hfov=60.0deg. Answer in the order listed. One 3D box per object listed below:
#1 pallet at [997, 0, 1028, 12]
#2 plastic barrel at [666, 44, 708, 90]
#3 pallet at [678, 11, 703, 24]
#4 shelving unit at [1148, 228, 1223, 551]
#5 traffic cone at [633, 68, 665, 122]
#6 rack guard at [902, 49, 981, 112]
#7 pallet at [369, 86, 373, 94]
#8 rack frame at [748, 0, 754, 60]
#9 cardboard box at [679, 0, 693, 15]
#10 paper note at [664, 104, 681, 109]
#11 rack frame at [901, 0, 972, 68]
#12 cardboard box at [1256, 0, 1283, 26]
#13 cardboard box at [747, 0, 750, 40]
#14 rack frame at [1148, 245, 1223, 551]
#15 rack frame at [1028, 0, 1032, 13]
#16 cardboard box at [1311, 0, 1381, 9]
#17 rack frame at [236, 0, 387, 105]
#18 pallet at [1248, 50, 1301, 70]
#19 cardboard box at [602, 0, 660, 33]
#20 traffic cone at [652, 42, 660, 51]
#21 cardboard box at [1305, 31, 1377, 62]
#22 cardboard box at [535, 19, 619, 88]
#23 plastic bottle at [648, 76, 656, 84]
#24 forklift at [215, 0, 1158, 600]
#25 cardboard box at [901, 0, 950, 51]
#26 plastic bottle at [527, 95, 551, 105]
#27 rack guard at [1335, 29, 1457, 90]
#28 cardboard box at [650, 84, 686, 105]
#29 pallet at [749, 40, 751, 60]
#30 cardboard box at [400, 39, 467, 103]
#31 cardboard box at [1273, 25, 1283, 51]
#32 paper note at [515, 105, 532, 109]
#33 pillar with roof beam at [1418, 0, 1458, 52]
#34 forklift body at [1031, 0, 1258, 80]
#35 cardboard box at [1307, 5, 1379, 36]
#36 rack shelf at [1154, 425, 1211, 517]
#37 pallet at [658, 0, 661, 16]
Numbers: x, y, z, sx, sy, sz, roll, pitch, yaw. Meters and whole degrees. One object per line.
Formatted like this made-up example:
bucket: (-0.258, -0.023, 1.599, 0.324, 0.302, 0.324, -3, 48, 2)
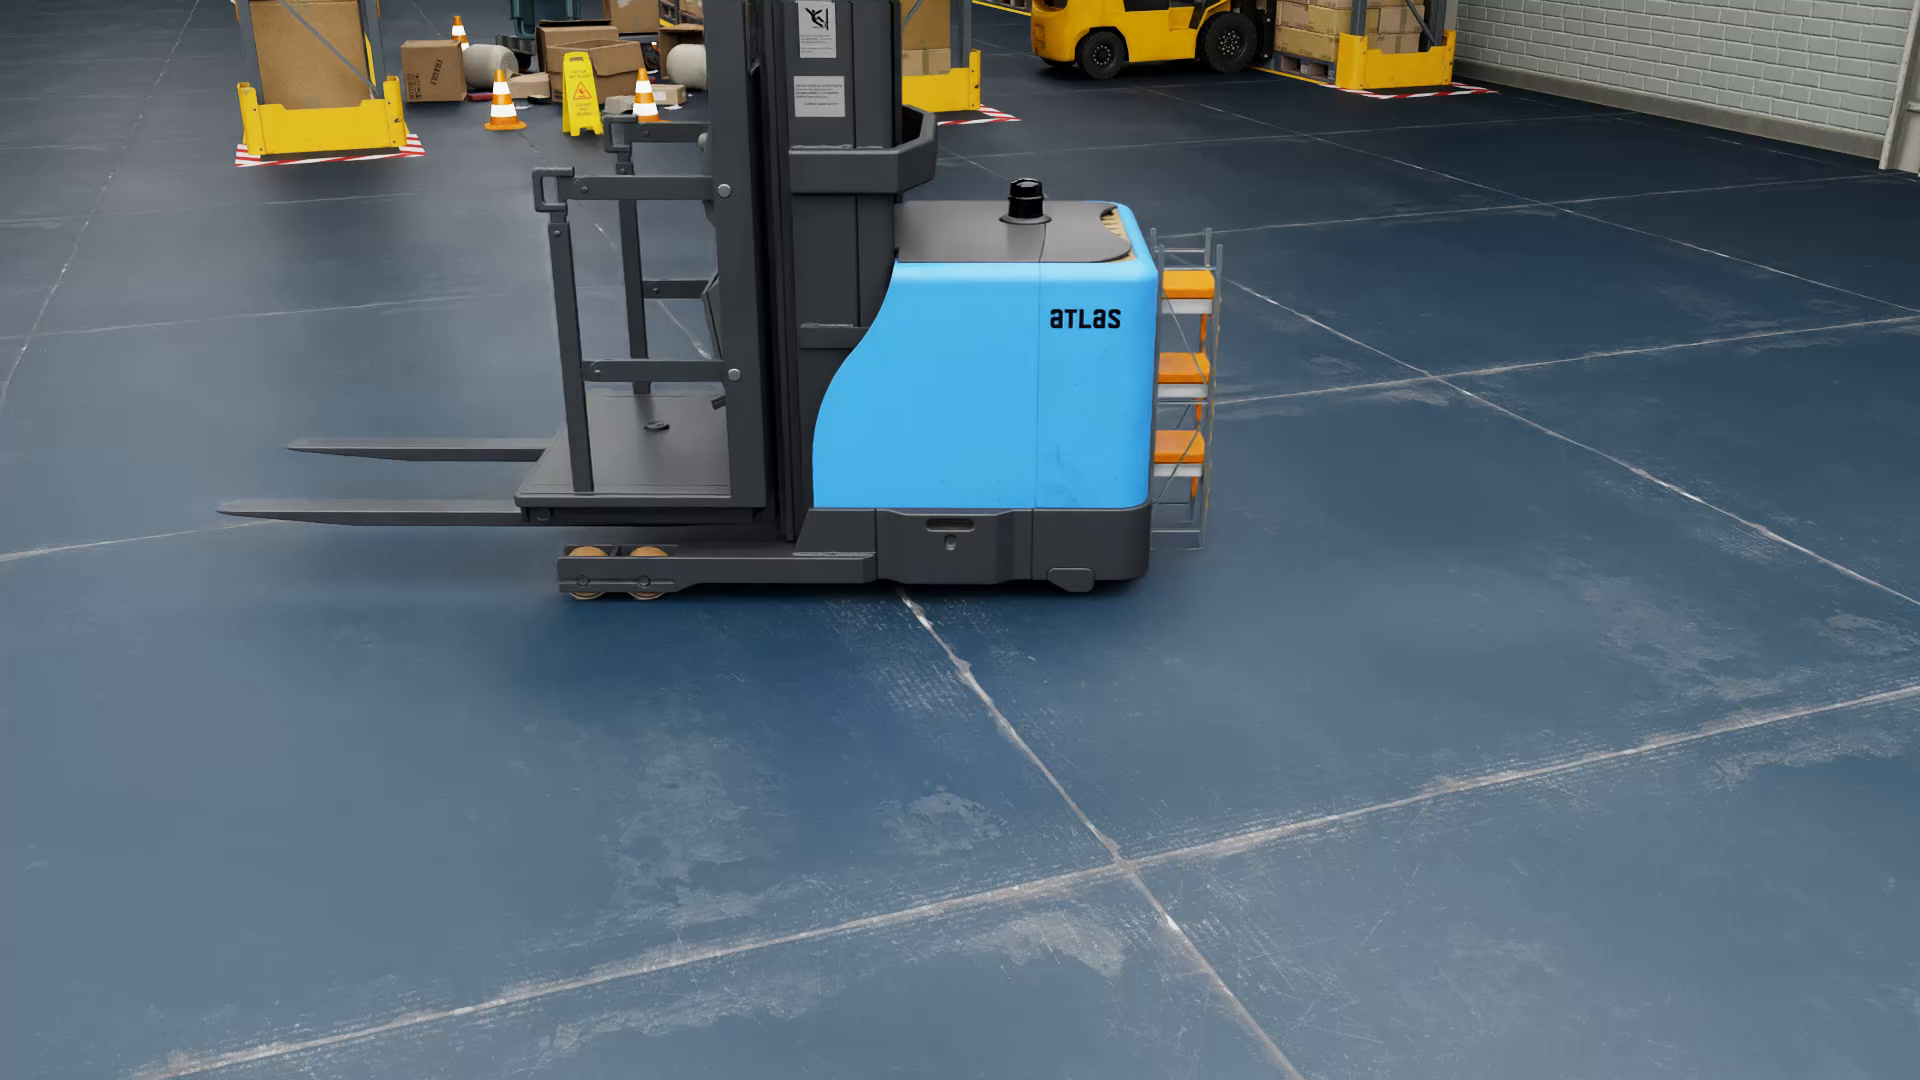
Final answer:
pallet: (1.209, -7.776, 23.928, 1.003, 0.211, 1.213, -8, 24, -19)
plastic barrel: (-2.525, -4.551, 16.003, 0.512, 0.421, 0.421, 8, 24, 18)
pallet: (-2.931, -6.533, 20.978, 1.003, 0.211, 1.213, -8, 24, -19)
shelving unit: (0.730, -0.497, 5.578, 0.215, 1.050, 0.252, 0, 23, 0)
traffic cone: (-2.656, -3.730, 14.003, 0.336, 0.463, 0.334, -8, 24, -19)
rack guard: (-0.406, -4.071, 14.765, 1.175, 0.500, 0.348, -8, 24, -19)
pallet: (-5.757, -3.917, 14.771, 1.003, 0.211, 1.213, -8, 24, -19)
rack frame: (-1.792, -6.649, 17.663, 1.000, 3.000, 0.127, -8, 24, -19)
cardboard box: (-3.015, -6.878, 21.050, 0.950, 0.372, 0.625, -10, 25, -23)
paper note: (-2.575, -3.898, 14.958, 0.148, 0.019, 0.142, -18, 29, -37)
rack frame: (-0.379, -5.195, 14.214, 1.000, 3.000, 0.127, -8, 24, -19)
cardboard box: (3.430, -5.537, 17.381, 0.500, 0.250, 0.500, -9, 24, -20)
cardboard box: (-1.980, -5.822, 18.543, 0.950, 0.372, 0.625, -8, 24, -18)
rack frame: (0.731, -0.450, 5.465, 0.200, 1.050, 0.008, 0, 23, 0)
rack frame: (1.437, -8.785, 22.730, 1.000, 3.000, 0.127, -8, 24, -19)
cardboard box: (3.809, -5.389, 16.387, 0.500, 0.250, 0.500, -8, 24, -17)
rack frame: (-4.974, -4.479, 12.516, 1.000, 3.000, 0.127, -8, 24, -19)
pallet: (3.527, -5.308, 18.071, 1.003, 0.211, 1.213, -8, 24, -19)
cardboard box: (-3.447, -5.591, 17.396, 0.500, 0.500, 0.500, -8, 24, -19)
traffic cone: (-3.540, -5.738, 18.769, 0.336, 0.463, 0.334, -8, 24, -19)
cardboard box: (3.802, -4.932, 16.588, 0.500, 0.250, 0.500, -8, 24, -19)
cardboard box: (-3.706, -4.737, 16.166, 0.797, 0.637, 0.503, -8, 24, -19)
plastic bottle: (-3.091, -4.568, 16.510, 0.133, 0.061, 0.283, -4, 23, -10)
forklift: (-0.905, -1.365, 5.214, 3.031, 2.935, 1.130, 0, 23, 0)
cardboard box: (-0.414, -4.807, 15.327, 0.500, 0.500, 0.500, -9, 25, -21)
plastic bottle: (-3.881, -4.047, 15.274, 0.133, 0.061, 0.283, -18, 29, -37)
rack guard: (4.272, -4.717, 16.298, 1.175, 0.500, 0.348, -8, 24, -19)
cardboard box: (-2.732, -4.080, 15.240, 0.380, 0.149, 0.250, 4, 23, 9)
pallet: (-2.069, -5.646, 18.875, 1.003, 0.211, 1.213, -8, 24, -19)
cardboard box: (-4.879, -4.359, 15.445, 0.500, 0.500, 0.500, -4, 23, -10)
cardboard box: (3.466, -5.297, 17.454, 0.500, 0.250, 0.500, -8, 24, -18)
paper note: (-3.925, -3.898, 14.961, 0.144, 0.017, 0.142, 0, 23, -1)
pillar with roof beam: (0.833, -8.428, 14.161, 9.100, 9.000, 0.400, -8, 24, -19)
forklift body: (1.886, -5.925, 17.039, 2.313, 2.155, 1.214, -8, 24, -19)
cardboard box: (3.799, -5.169, 16.507, 0.500, 0.250, 0.500, -9, 24, -20)
rack shelf: (0.730, -0.231, 5.690, 0.215, 0.259, 0.240, 0, 23, 0)
pallet: (-3.841, -7.557, 23.407, 1.003, 0.211, 1.213, -8, 24, -19)
